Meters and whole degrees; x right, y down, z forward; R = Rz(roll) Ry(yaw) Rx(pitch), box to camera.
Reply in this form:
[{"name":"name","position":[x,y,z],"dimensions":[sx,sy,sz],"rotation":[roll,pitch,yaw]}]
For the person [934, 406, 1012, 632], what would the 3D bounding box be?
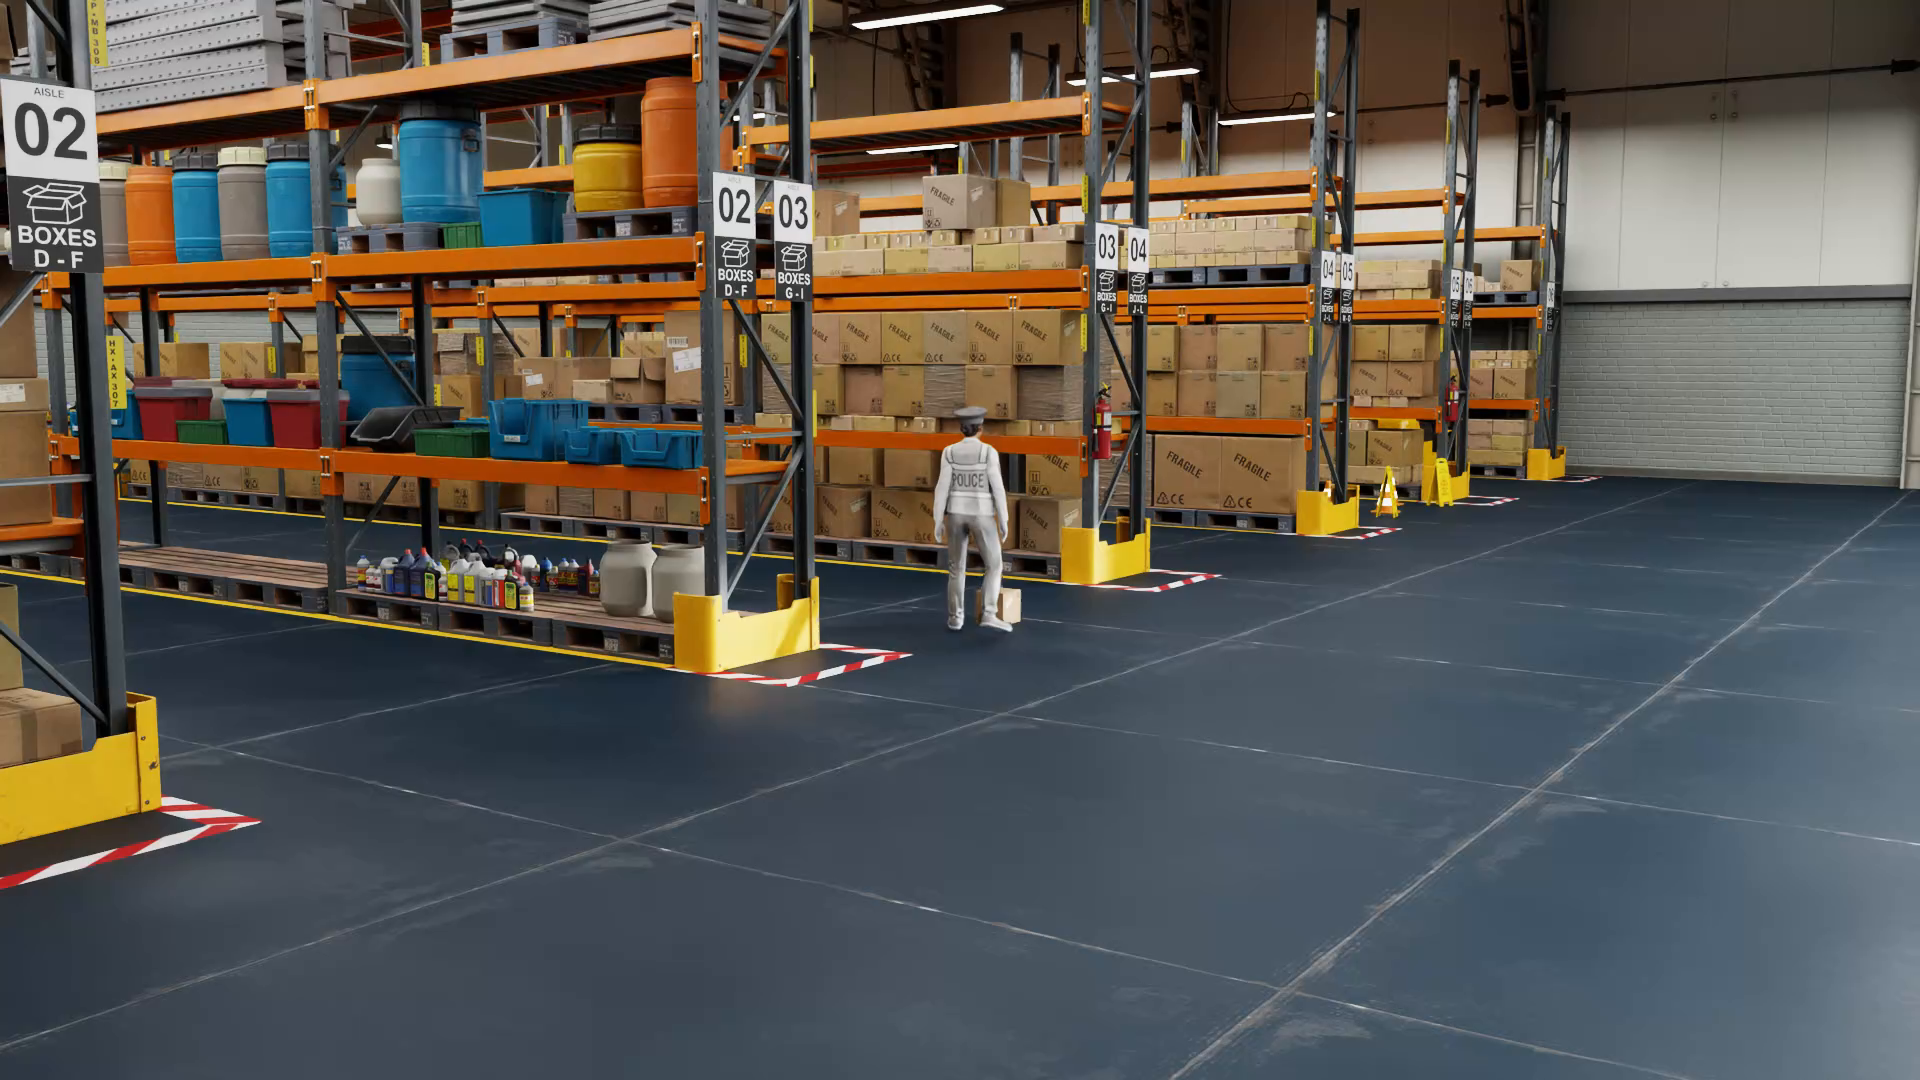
[{"name":"person","position":[0.115,-0.144,12.094],"dimensions":[0.622,1.653,0.679],"rotation":[2,7,16]}]
